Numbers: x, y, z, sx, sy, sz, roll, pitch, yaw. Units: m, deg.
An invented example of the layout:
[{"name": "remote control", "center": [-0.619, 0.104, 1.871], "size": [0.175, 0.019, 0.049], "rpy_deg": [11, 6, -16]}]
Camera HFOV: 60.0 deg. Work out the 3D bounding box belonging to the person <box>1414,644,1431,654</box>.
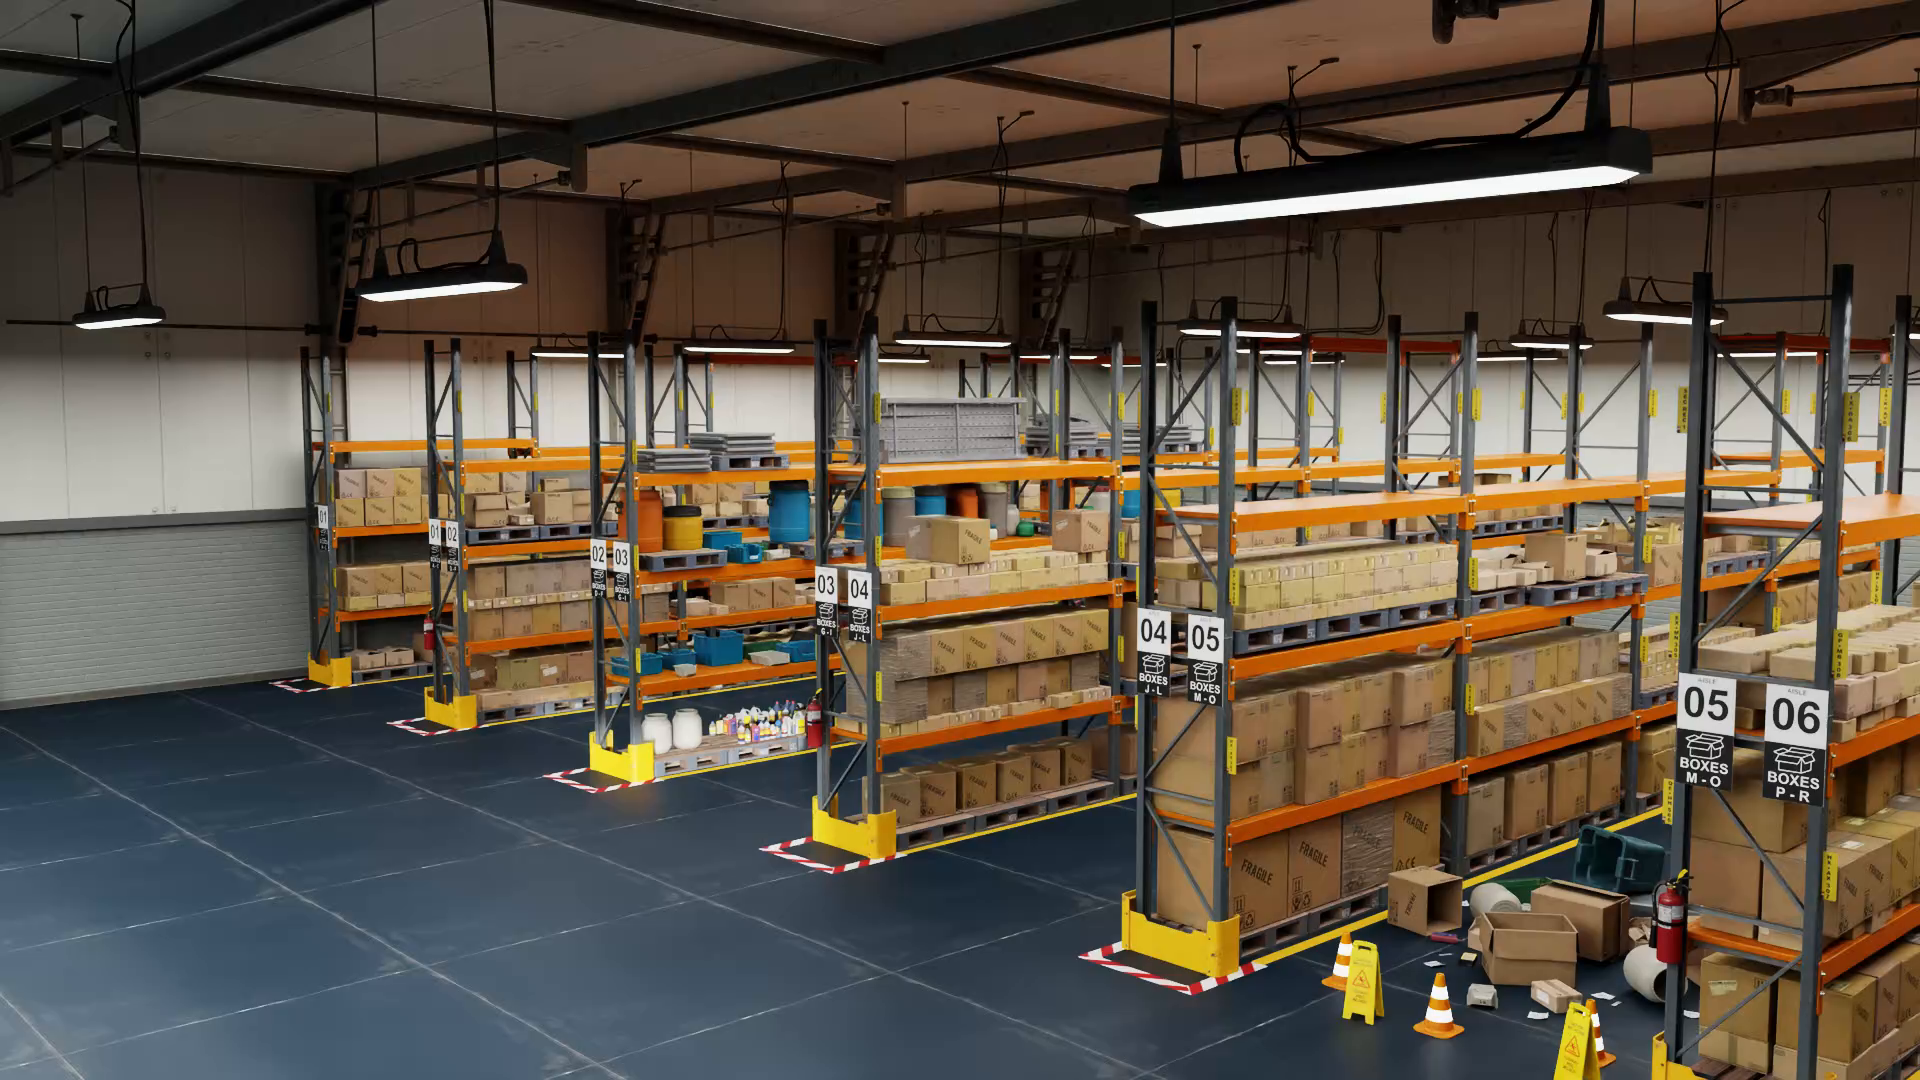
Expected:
[{"name": "person", "center": [6.437, 2.309, 22.862], "size": [0.846, 1.780, 0.535], "rpy_deg": [-4, 6, -39]}]
